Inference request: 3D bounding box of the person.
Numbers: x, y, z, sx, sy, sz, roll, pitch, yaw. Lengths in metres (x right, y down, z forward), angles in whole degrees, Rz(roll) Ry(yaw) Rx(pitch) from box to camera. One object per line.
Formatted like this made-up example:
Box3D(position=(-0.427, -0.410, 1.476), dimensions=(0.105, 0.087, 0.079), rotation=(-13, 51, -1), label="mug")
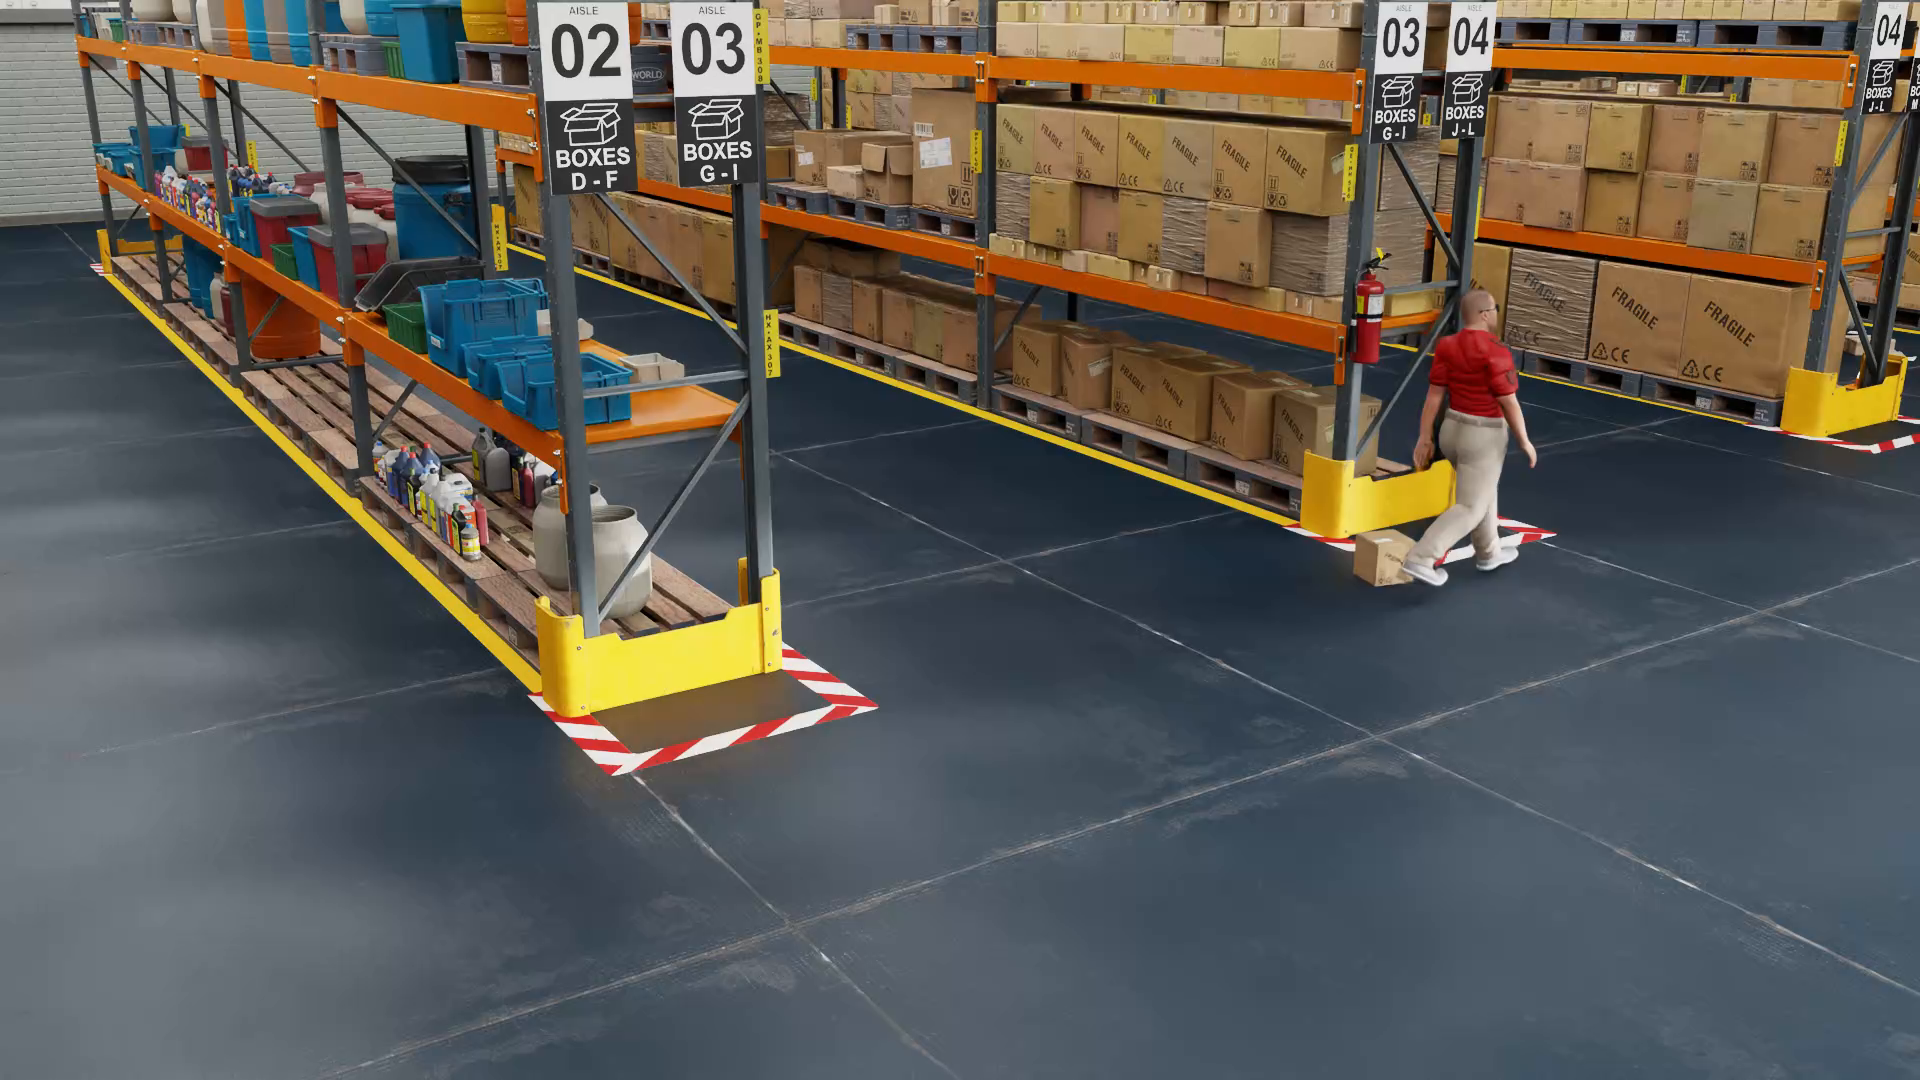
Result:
Box3D(position=(2.899, -0.565, 9.336), dimensions=(1.051, 1.673, 0.562), rotation=(-8, 20, -23), label="person")
